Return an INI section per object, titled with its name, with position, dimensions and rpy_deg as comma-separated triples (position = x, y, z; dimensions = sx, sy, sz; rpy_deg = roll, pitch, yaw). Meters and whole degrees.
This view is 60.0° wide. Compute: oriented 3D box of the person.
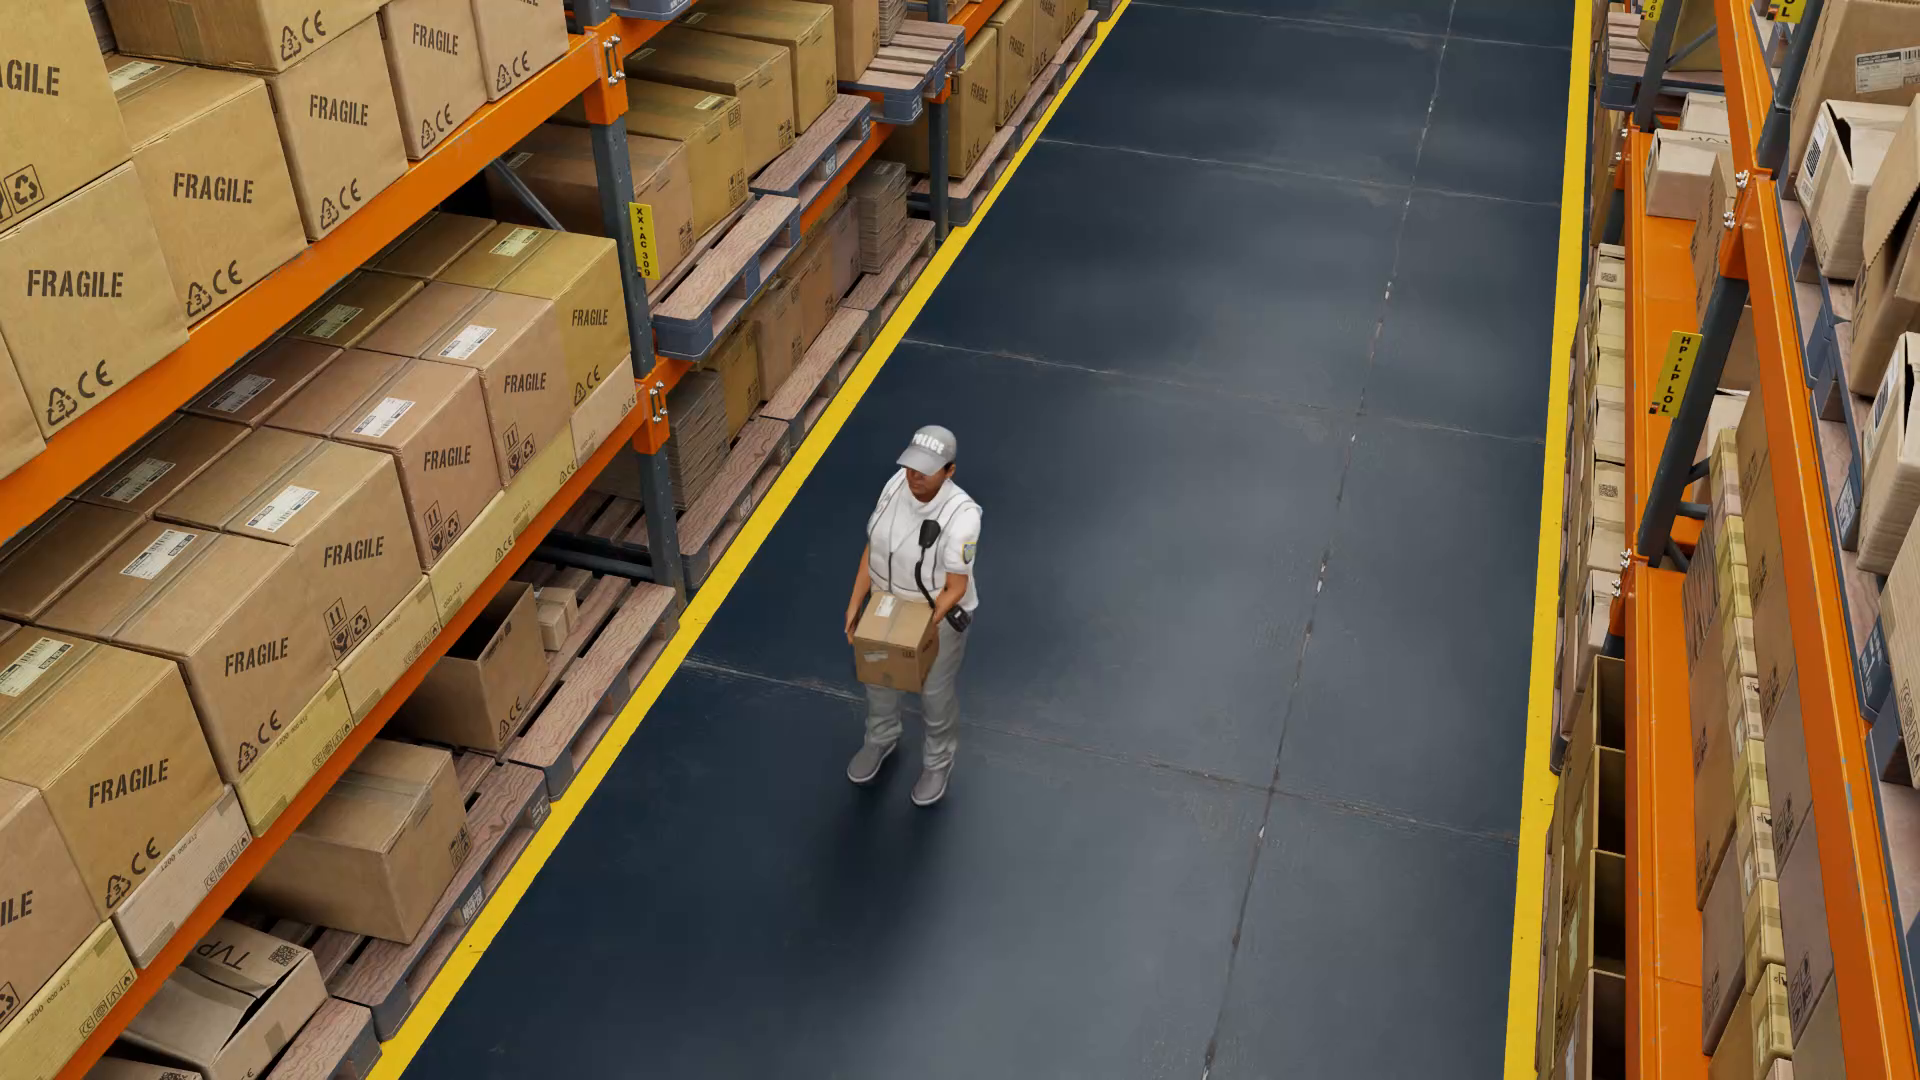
[person]
position = -0.192, 0.309, 6.477
dimensions = 0.486, 1.670, 0.497
rpy_deg = 26, 44, 30
